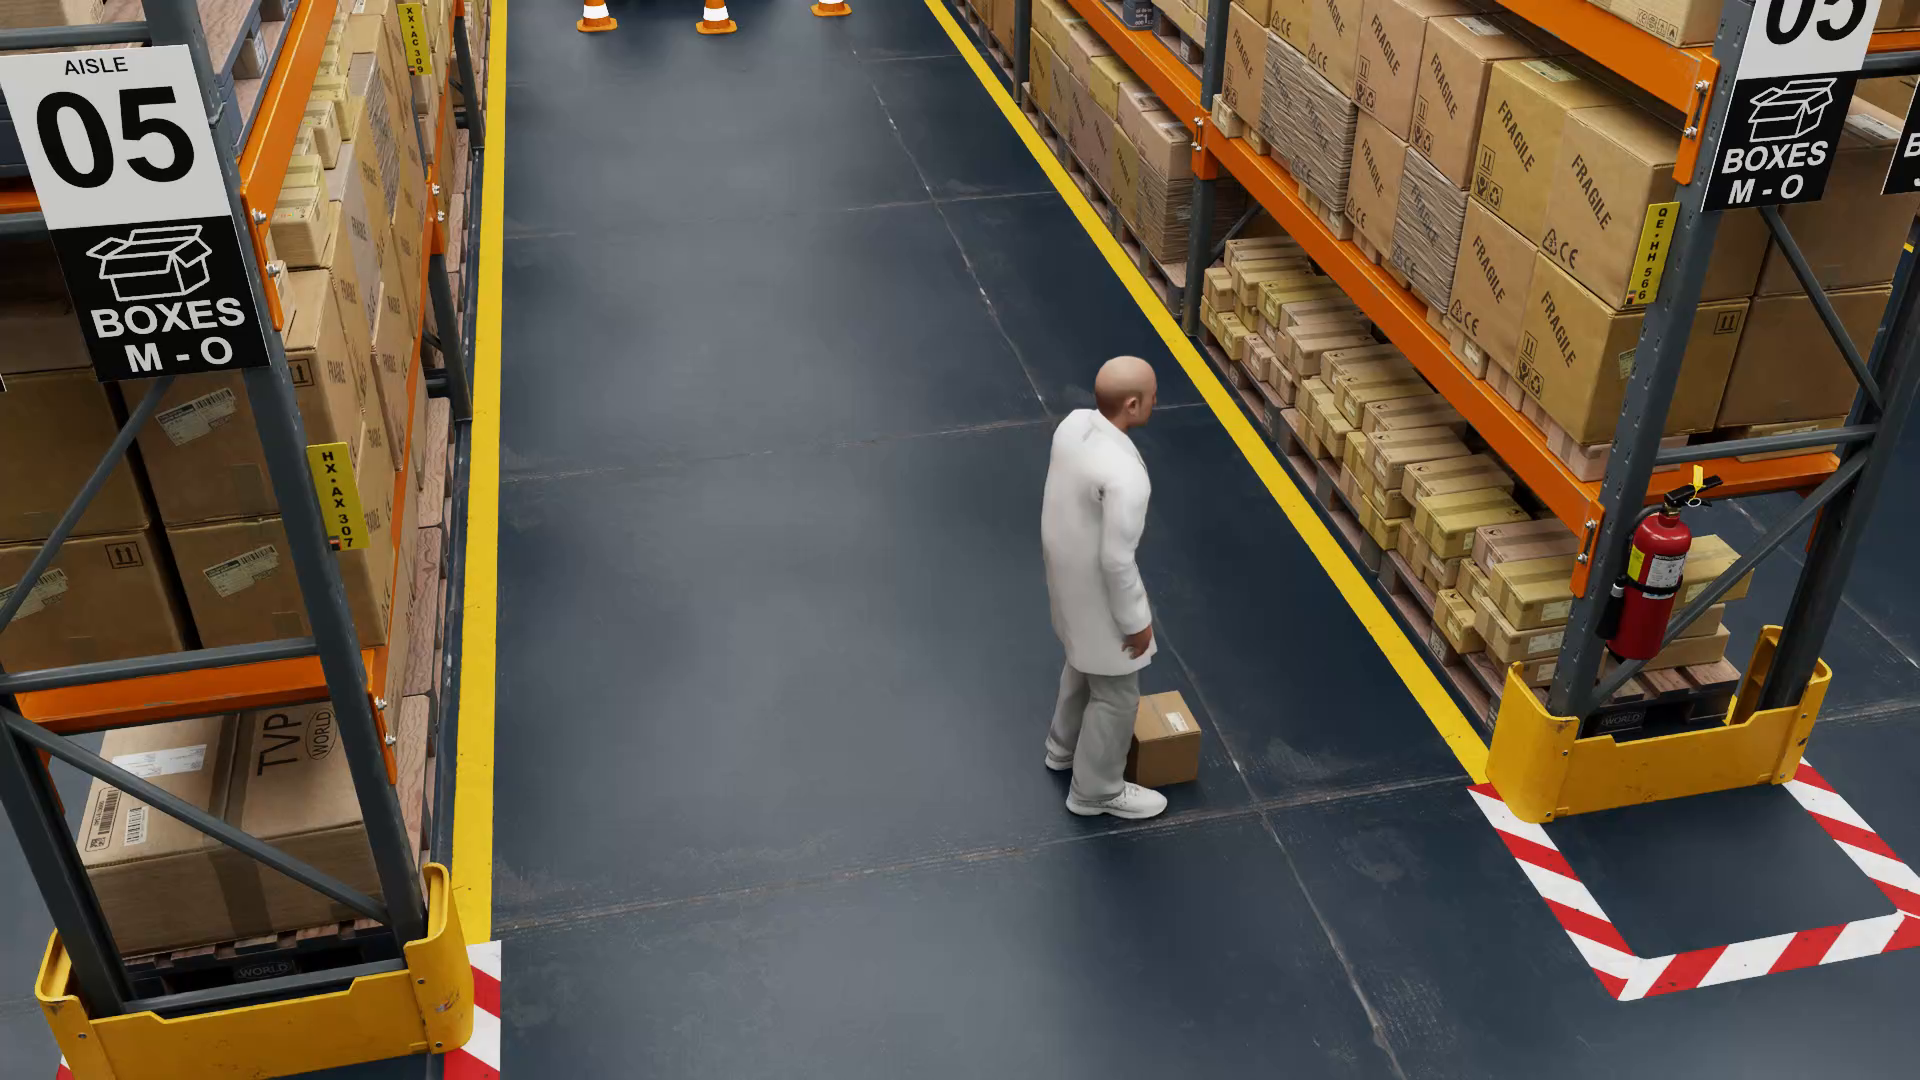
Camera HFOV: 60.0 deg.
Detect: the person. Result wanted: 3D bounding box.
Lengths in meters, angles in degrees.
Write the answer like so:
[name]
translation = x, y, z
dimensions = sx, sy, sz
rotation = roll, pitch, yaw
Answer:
[person]
translation = 4.847, -3.922, 11.992
dimensions = 12.853, 1.773, 12.280
rotation = -9, 35, -13
